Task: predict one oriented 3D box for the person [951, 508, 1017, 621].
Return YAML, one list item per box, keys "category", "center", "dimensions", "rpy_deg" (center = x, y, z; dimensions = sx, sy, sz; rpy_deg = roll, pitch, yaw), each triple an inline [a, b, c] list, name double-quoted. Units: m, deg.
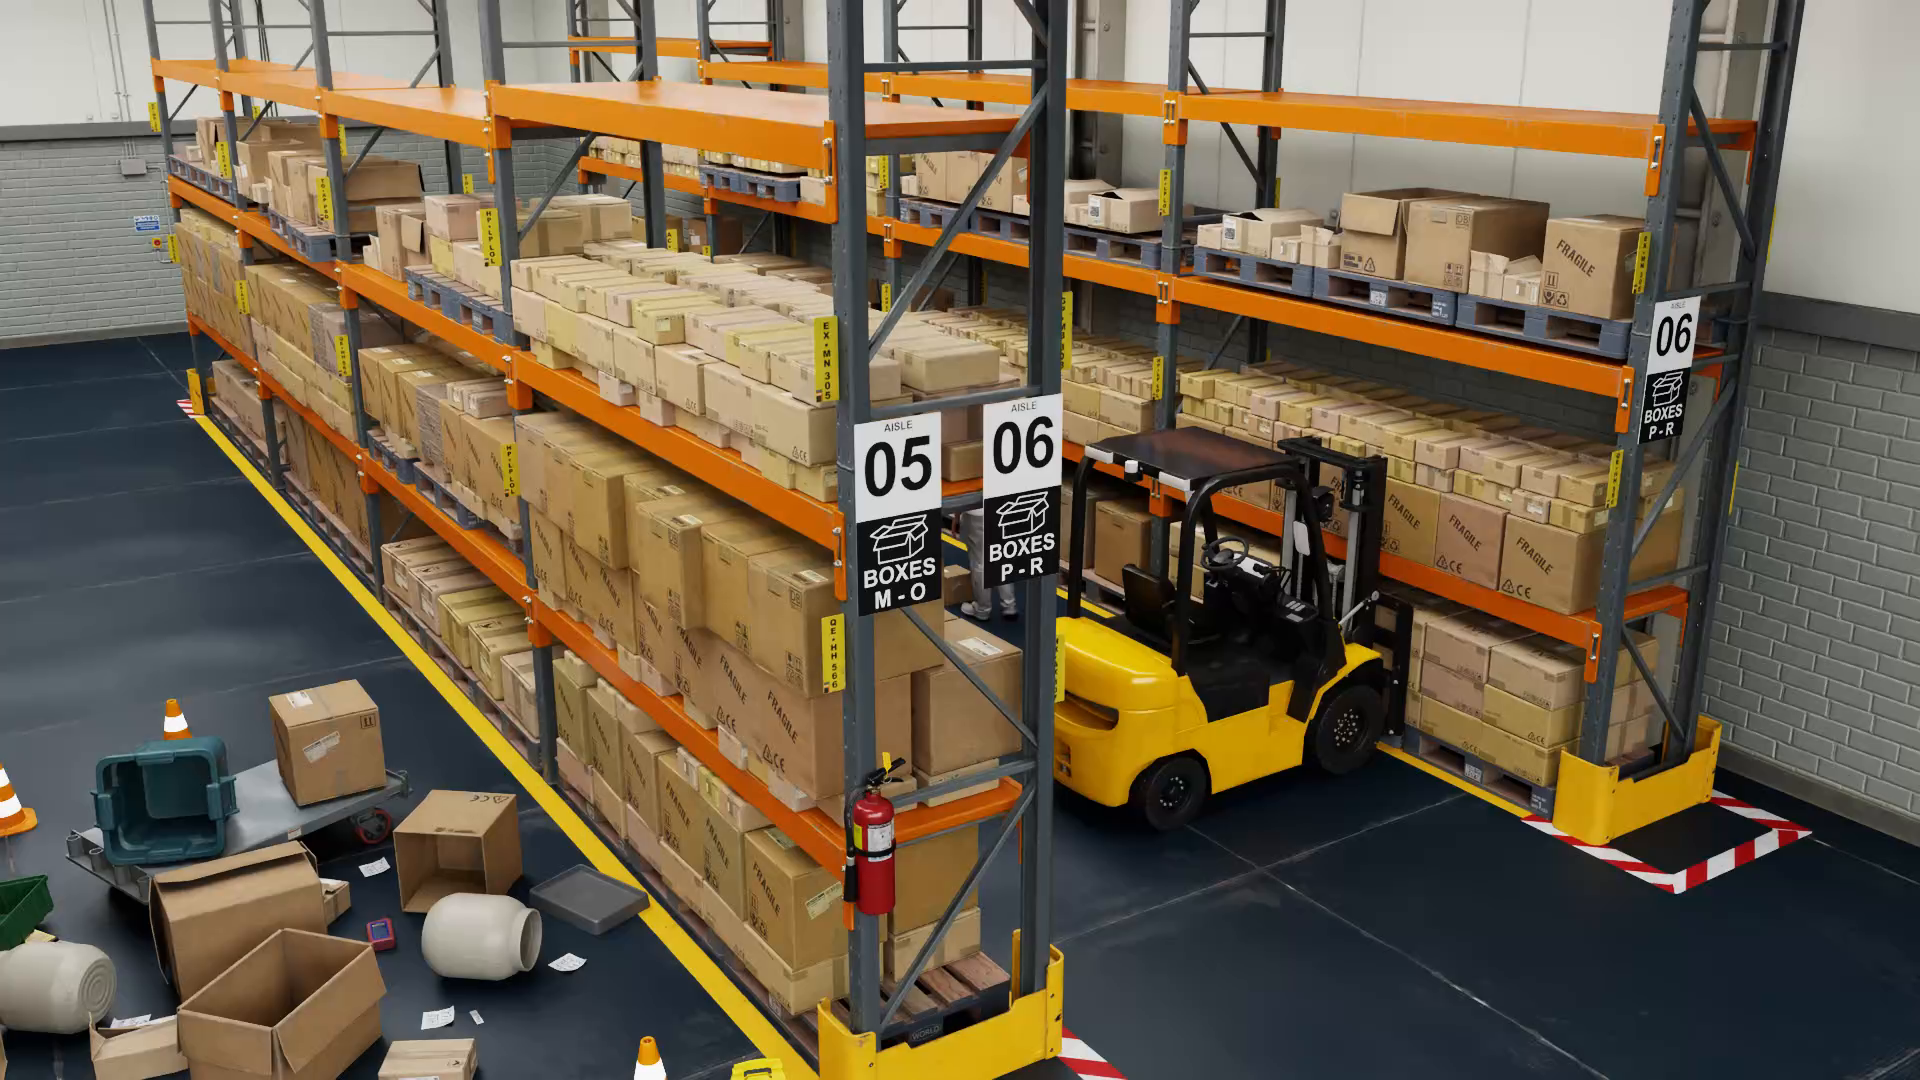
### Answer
- category: "person"
  center: [0.202, -0.222, 13.167]
  dimensions: [0.601, 1.777, 0.404]
  rpy_deg: [-9, 20, -26]
